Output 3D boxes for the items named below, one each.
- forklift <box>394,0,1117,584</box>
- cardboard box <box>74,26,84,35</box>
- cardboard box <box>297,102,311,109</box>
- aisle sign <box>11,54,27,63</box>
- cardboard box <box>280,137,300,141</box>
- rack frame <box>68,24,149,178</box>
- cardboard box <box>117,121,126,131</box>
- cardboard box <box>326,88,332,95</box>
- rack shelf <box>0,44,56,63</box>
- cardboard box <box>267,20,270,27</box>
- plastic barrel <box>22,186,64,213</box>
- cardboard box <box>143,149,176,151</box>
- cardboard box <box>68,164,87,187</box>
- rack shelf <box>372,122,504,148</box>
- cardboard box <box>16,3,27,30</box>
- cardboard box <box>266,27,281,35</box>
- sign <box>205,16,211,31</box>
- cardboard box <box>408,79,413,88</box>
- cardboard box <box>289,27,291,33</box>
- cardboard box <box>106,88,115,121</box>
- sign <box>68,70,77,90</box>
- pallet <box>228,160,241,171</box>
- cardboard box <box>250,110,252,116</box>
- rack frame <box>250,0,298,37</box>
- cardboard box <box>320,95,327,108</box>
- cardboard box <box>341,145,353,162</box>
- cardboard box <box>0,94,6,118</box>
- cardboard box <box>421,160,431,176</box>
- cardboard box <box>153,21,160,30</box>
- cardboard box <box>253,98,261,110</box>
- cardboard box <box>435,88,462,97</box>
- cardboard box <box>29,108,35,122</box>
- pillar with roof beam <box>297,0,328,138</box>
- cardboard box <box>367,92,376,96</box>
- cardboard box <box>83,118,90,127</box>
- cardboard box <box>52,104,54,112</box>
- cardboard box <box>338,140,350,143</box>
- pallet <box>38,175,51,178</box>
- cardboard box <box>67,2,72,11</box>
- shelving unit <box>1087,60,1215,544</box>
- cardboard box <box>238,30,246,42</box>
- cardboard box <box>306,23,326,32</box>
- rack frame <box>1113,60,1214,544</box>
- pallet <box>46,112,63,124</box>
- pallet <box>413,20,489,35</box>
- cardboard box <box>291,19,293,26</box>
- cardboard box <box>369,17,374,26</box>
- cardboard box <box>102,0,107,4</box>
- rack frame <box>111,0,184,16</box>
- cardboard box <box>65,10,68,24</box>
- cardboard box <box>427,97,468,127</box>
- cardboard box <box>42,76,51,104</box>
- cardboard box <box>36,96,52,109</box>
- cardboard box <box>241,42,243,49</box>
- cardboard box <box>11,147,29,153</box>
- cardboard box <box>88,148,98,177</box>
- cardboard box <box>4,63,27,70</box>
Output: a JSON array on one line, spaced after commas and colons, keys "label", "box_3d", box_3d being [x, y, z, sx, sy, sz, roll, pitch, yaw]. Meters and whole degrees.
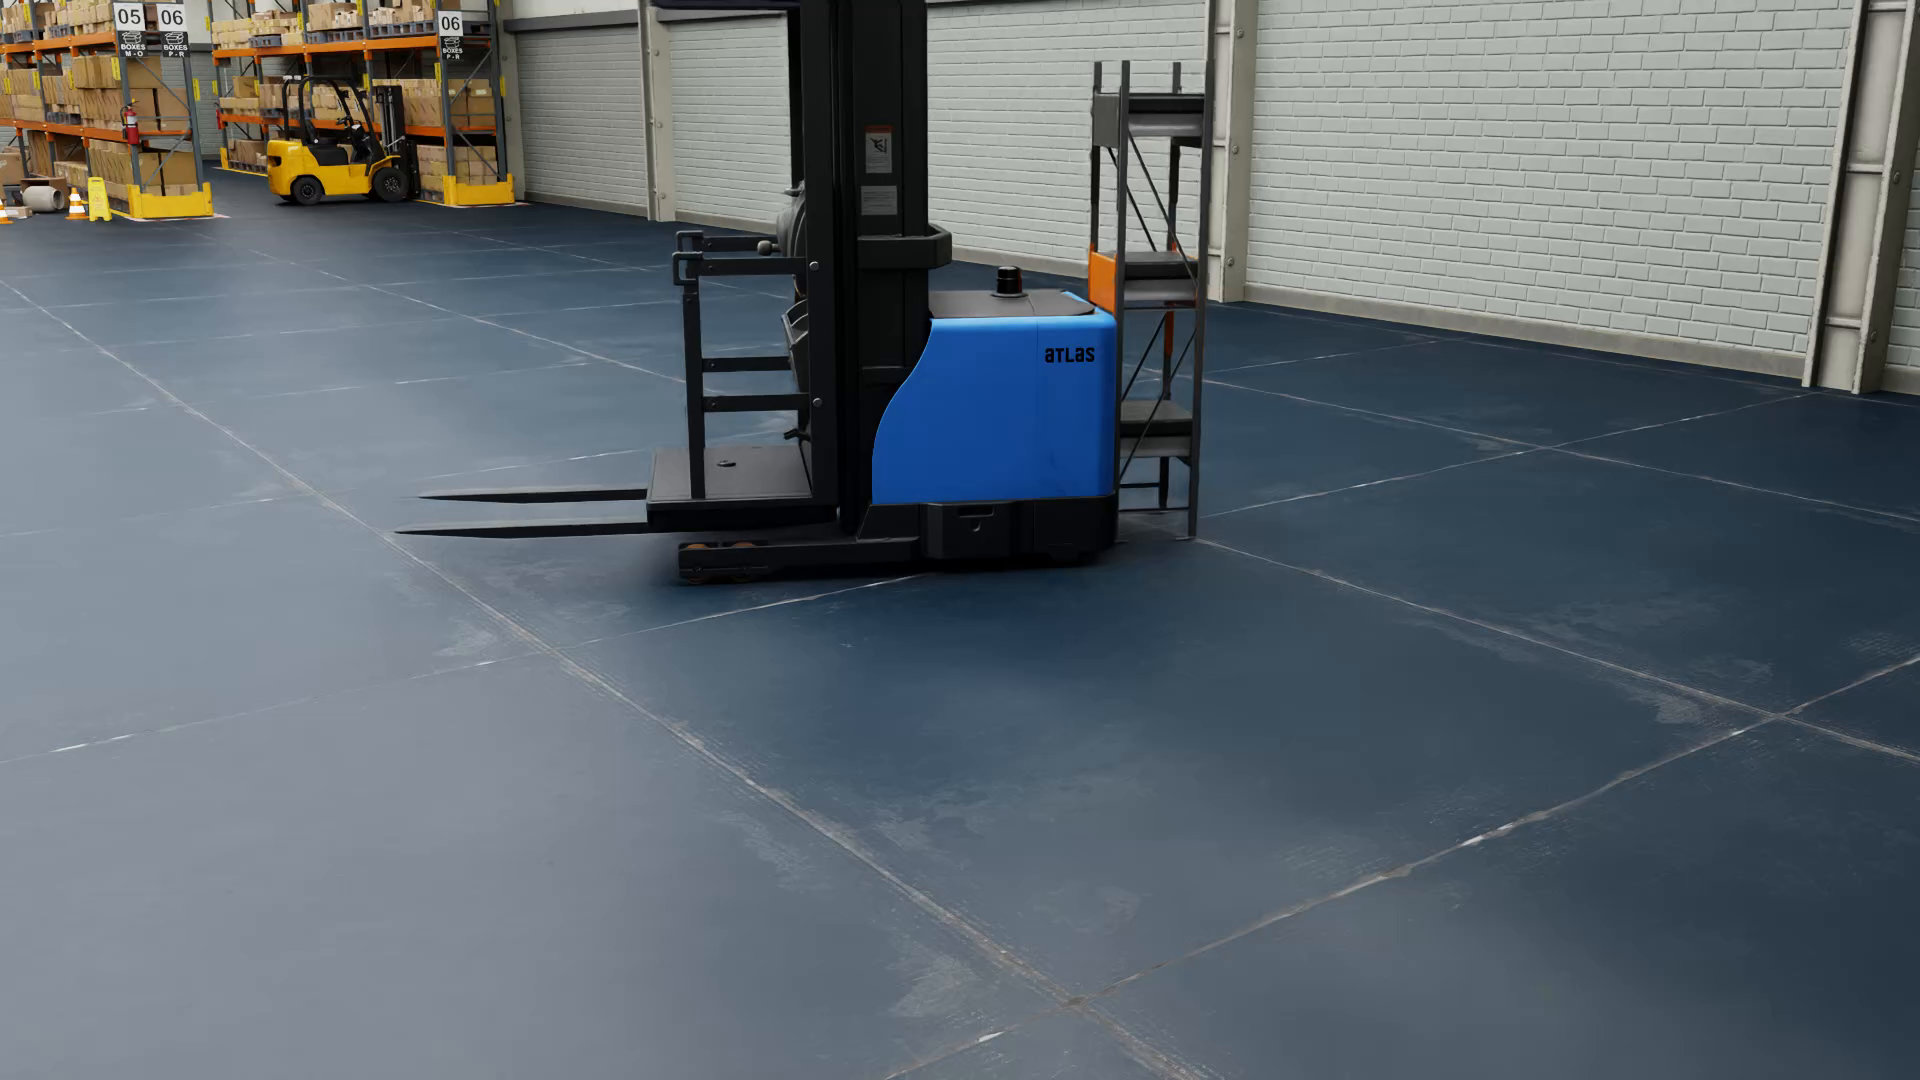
[{"label": "forklift", "box_3d": [-0.888, -1.379, 7.063, 3.031, 2.935, 1.130, -2, 15, -8]}, {"label": "cardboard box", "box_3d": [-14.668, -8.565, 27.982, 0.380, 0.149, 0.250, -11, 19, -34]}, {"label": "cardboard box", "box_3d": [-13.795, -9.197, 35.176, 0.380, 0.149, 0.250, -10, 18, -34]}, {"label": "aisle sign", "box_3d": [-21.607, -11.289, 38.216, 0.394, 0.787, 0.004, -11, 19, -35]}, {"label": "cardboard box", "box_3d": [-15.069, -8.980, 37.416, 0.380, 0.149, 0.250, -12, 19, -37]}, {"label": "rack frame", "box_3d": [-14.760, -7.409, 28.965, 1.000, 3.000, 0.127, -11, 19, -35]}, {"label": "cardboard box", "box_3d": [-13.039, -6.517, 26.183, 0.380, 0.149, 0.250, -11, 19, -35]}, {"label": "cardboard box", "box_3d": [-12.656, -9.120, 33.799, 0.380, 0.149, 0.250, -11, 19, -34]}, {"label": "rack shelf", "box_3d": [-20.639, -10.644, 36.466, 1.077, 0.370, 4.000, -11, 19, -35]}, {"label": "cardboard box", "box_3d": [-14.817, -11.212, 36.105, 0.380, 0.149, 0.250, -11, 19, -34]}, {"label": "plastic barrel", "box_3d": [-14.847, -5.519, 26.937, 0.512, 0.421, 0.421, 1, 15, 4]}, {"label": "cardboard box", "box_3d": [-13.272, -6.233, 27.659, 0.500, 0.500, 0.500, -10, 18, -33]}, {"label": "cardboard box", "box_3d": [-15.906, -6.757, 30.765, 0.950, 0.372, 0.625, -10, 18, -33]}, {"label": "rack shelf", "box_3d": [-9.571, -7.406, 30.317, 1.077, 0.370, 4.000, -11, 19, -35]}, {"label": "cardboard box", "box_3d": [-17.847, -10.143, 32.286, 0.700, 0.500, 0.500, -12, 19, -37]}, {"label": "cardboard box", "box_3d": [-14.852, -11.066, 36.135, 0.380, 0.149, 0.250, -10, 18, -33]}, {"label": "sign", "box_3d": [-18.241, -12.527, 40.326, 0.100, 0.325, 0.005, -11, 19, -35]}, {"label": "cardboard box", "box_3d": [-9.608, -8.132, 29.623, 0.380, 0.149, 0.250, -10, 18, -33]}, {"label": "cardboard box", "box_3d": [-14.060, -10.865, 35.440, 0.380, 0.149, 0.250, -11, 19, -34]}, {"label": "cardboard box", "box_3d": [-13.240, -6.928, 26.452, 0.500, 0.500, 0.500, -11, 19, -34]}, {"label": "sign", "box_3d": [-15.206, -7.881, 28.495, 0.100, 0.325, 0.005, -11, 19, -35]}, {"label": "pallet", "box_3d": [-17.288, -9.211, 40.832, 1.003, 0.211, 1.213, -11, 19, -35]}, {"label": "cardboard box", "box_3d": [-16.318, -9.961, 38.763, 0.380, 0.149, 0.250, -10, 18, -33]}, {"label": "rack frame", "box_3d": [-15.451, -12.782, 37.232, 1.000, 3.000, 0.127, -11, 19, -35]}, {"label": "cardboard box", "box_3d": [-12.742, -8.964, 33.981, 0.500, 0.250, 0.500, -10, 18, -33]}, {"label": "cardboard box", "box_3d": [-11.956, -7.674, 33.637, 0.875, 0.625, 0.625, -12, 19, -37]}, {"label": "cardboard box", "box_3d": [-20.557, -9.439, 36.192, 0.500, 0.500, 0.500, -11, 19, -35]}, {"label": "cardboard box", "box_3d": [-9.220, -6.608, 29.503, 0.500, 0.250, 0.500, -11, 19, -35]}, {"label": "cardboard box", "box_3d": [-12.340, -8.002, 25.924, 0.380, 0.149, 0.250, -11, 19, -34]}, {"label": "cardboard box", "box_3d": [-15.947, -10.031, 38.264, 0.500, 0.250, 0.500, -10, 18, -33]}, {"label": "cardboard box", "box_3d": [-8.825, -7.718, 28.675, 0.380, 0.149, 0.250, -11, 19, -34]}, {"label": "cardboard box", "box_3d": [-18.215, -8.475, 33.144, 0.500, 0.250, 0.500, -11, 19, -35]}, {"label": "pillar with roof beam", "box_3d": [-18.613, -12.403, 35.845, 9.100, 9.000, 0.400, -11, 19, -35]}, {"label": "cardboard box", "box_3d": [-11.127, -8.580, 31.825, 0.380, 0.149, 0.250, -10, 18, -33]}, {"label": "cardboard box", "box_3d": [-14.834, -7.171, 28.570, 0.380, 0.149, 0.250, -11, 19, -35]}, {"label": "cardboard box", "box_3d": [-16.808, -8.115, 31.225, 0.380, 0.149, 0.250, -12, 20, -38]}, {"label": "cardboard box", "box_3d": [-13.153, -8.504, 35.676, 0.380, 0.149, 0.250, -10, 18, -32]}, {"label": "pallet", "box_3d": [-18.227, -7.359, 34.063, 1.003, 0.211, 1.213, -11, 19, -35]}, {"label": "cardboard box", "box_3d": [-14.838, -9.002, 28.066, 0.380, 0.149, 0.250, -11, 19, -36]}, {"label": "shelving unit", "box_3d": [0.835, -1.068, 7.502, 0.431, 2.100, 0.503, -2, 16, -9]}, {"label": "cardboard box", "box_3d": [-16.251, -11.580, 38.243, 0.500, 0.250, 0.500, -12, 19, -36]}, {"label": "cardboard box", "box_3d": [-13.139, -10.498, 34.025, 0.380, 0.166, 0.250, -11, 19, -35]}, {"label": "rack frame", "box_3d": [0.875, -1.005, 7.270, 0.400, 2.100, 0.015, -2, 16, -9]}, {"label": "pallet", "box_3d": [-16.606, -8.035, 31.615, 1.213, 0.211, 1.003, -11, 19, -35]}, {"label": "pallet", "box_3d": [-8.790, -8.886, 28.844, 1.003, 0.211, 1.213, -11, 19, -35]}, {"label": "cardboard box", "box_3d": [-13.922, -10.955, 35.202, 0.380, 0.149, 0.250, -11, 19, -35]}, {"label": "cardboard box", "box_3d": [-10.729, -9.614, 30.829, 0.380, 0.149, 0.250, -10, 18, -33]}, {"label": "cardboard box", "box_3d": [-13.131, -8.404, 25.884, 0.380, 0.149, 0.250, -11, 19, -35]}, {"label": "rack frame", "box_3d": [-12.408, -9.449, 25.052, 1.000, 3.000, 0.127, -11, 19, -35]}, {"label": "cardboard box", "box_3d": [-15.220, -9.088, 28.907, 0.500, 0.250, 0.500, -11, 19, -36]}, {"label": "cardboard box", "box_3d": [-8.897, -7.439, 28.884, 0.500, 0.500, 0.500, -11, 19, -36]}, {"label": "cardboard box", "box_3d": [-17.034, -8.526, 31.495, 0.500, 0.500, 0.500, -12, 19, -36]}, {"label": "cardboard box", "box_3d": [-17.602, -8.496, 32.273, 0.500, 0.250, 0.500, -11, 19, -35]}, {"label": "cardboard box", "box_3d": [-16.467, -11.472, 38.601, 0.380, 0.149, 0.250, -10, 18, -33]}, {"label": "cardboard box", "box_3d": [-20.801, -8.619, 37.443, 0.875, 0.438, 0.875, -10, 18, -33]}, {"label": "cardboard box", "box_3d": [-14.631, -6.479, 28.560, 0.500, 0.500, 0.500, -10, 18, -32]}, {"label": "cardboard box", "box_3d": [-19.902, -9.977, 35.035, 0.380, 0.149, 0.250, -11, 19, -36]}]
